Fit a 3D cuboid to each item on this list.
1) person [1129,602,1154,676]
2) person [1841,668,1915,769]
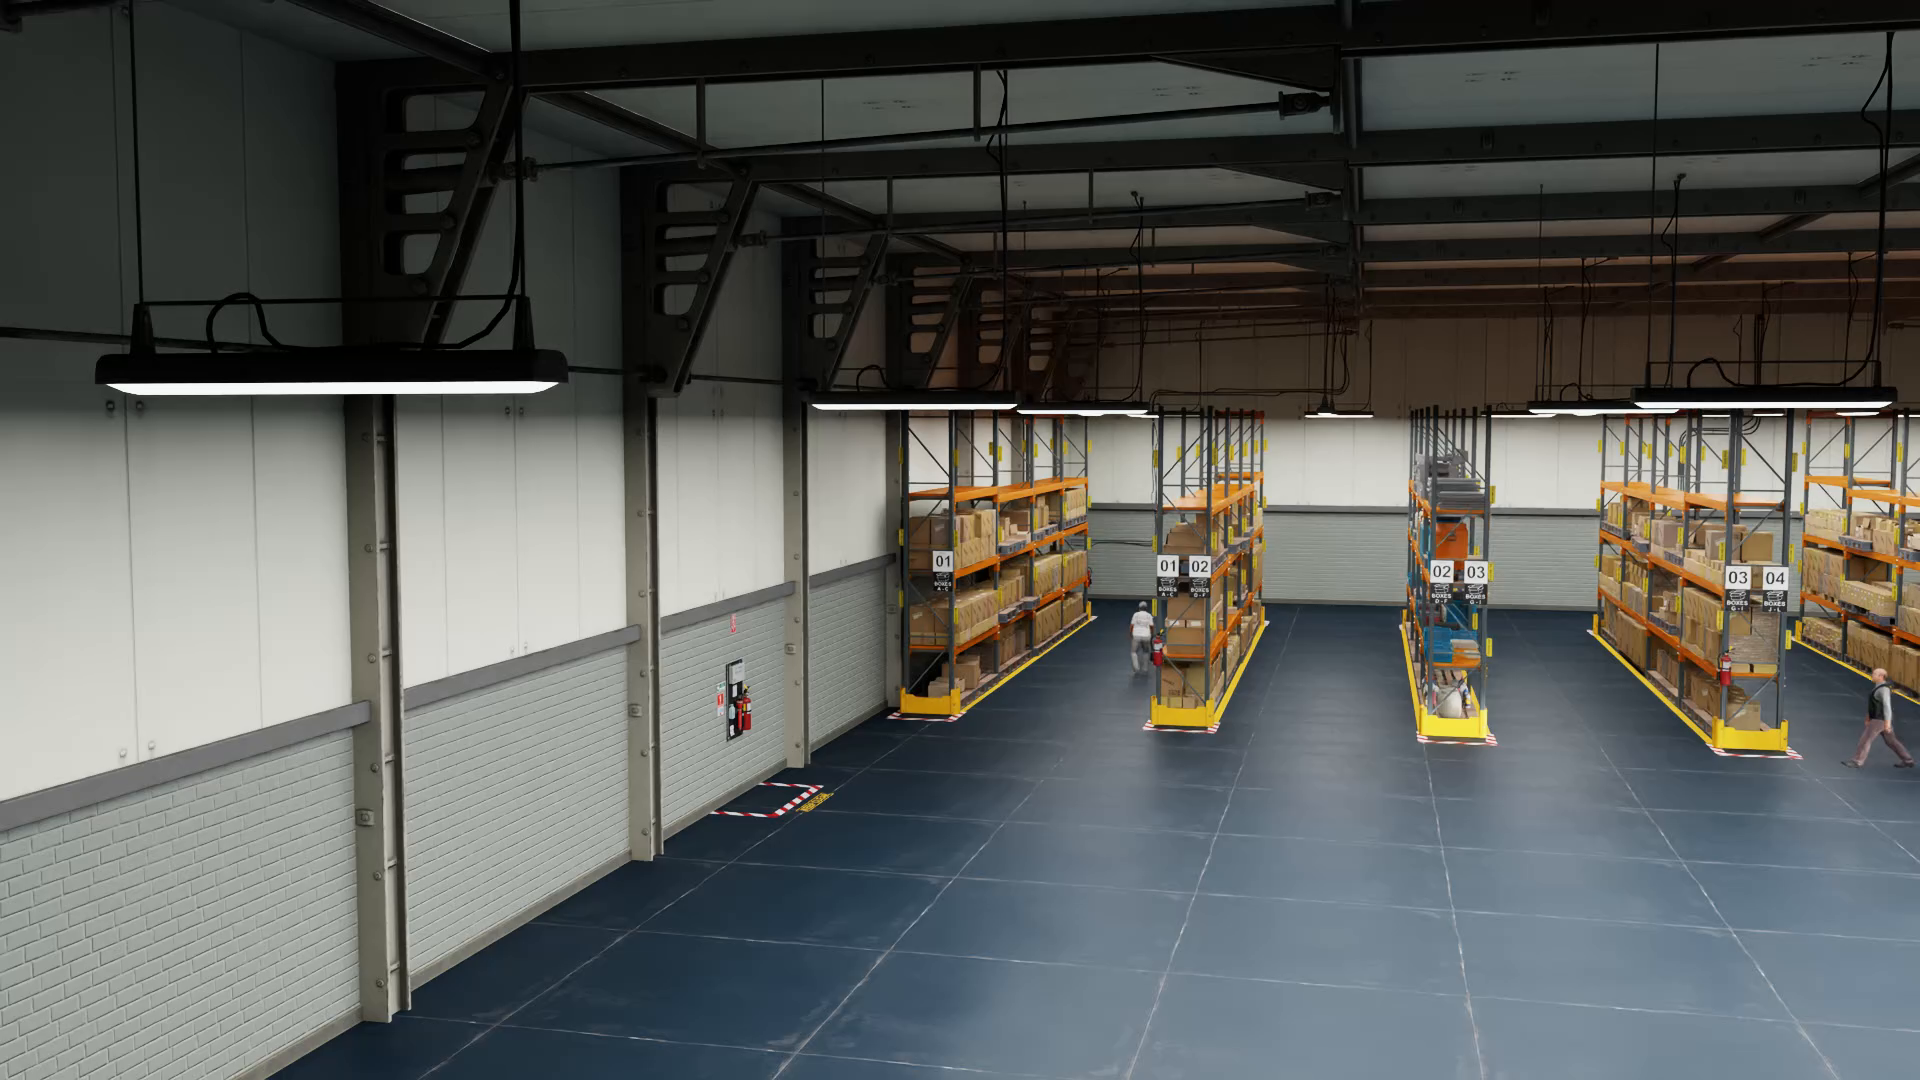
[{"bbox_3d":[4.103,2.227,37.489,0.541,1.652,0.642,0,4,-2],"label":"person"},{"bbox_3d":[15.042,2.931,27.207,1.070,1.674,0.539,2,5,28],"label":"person"}]
